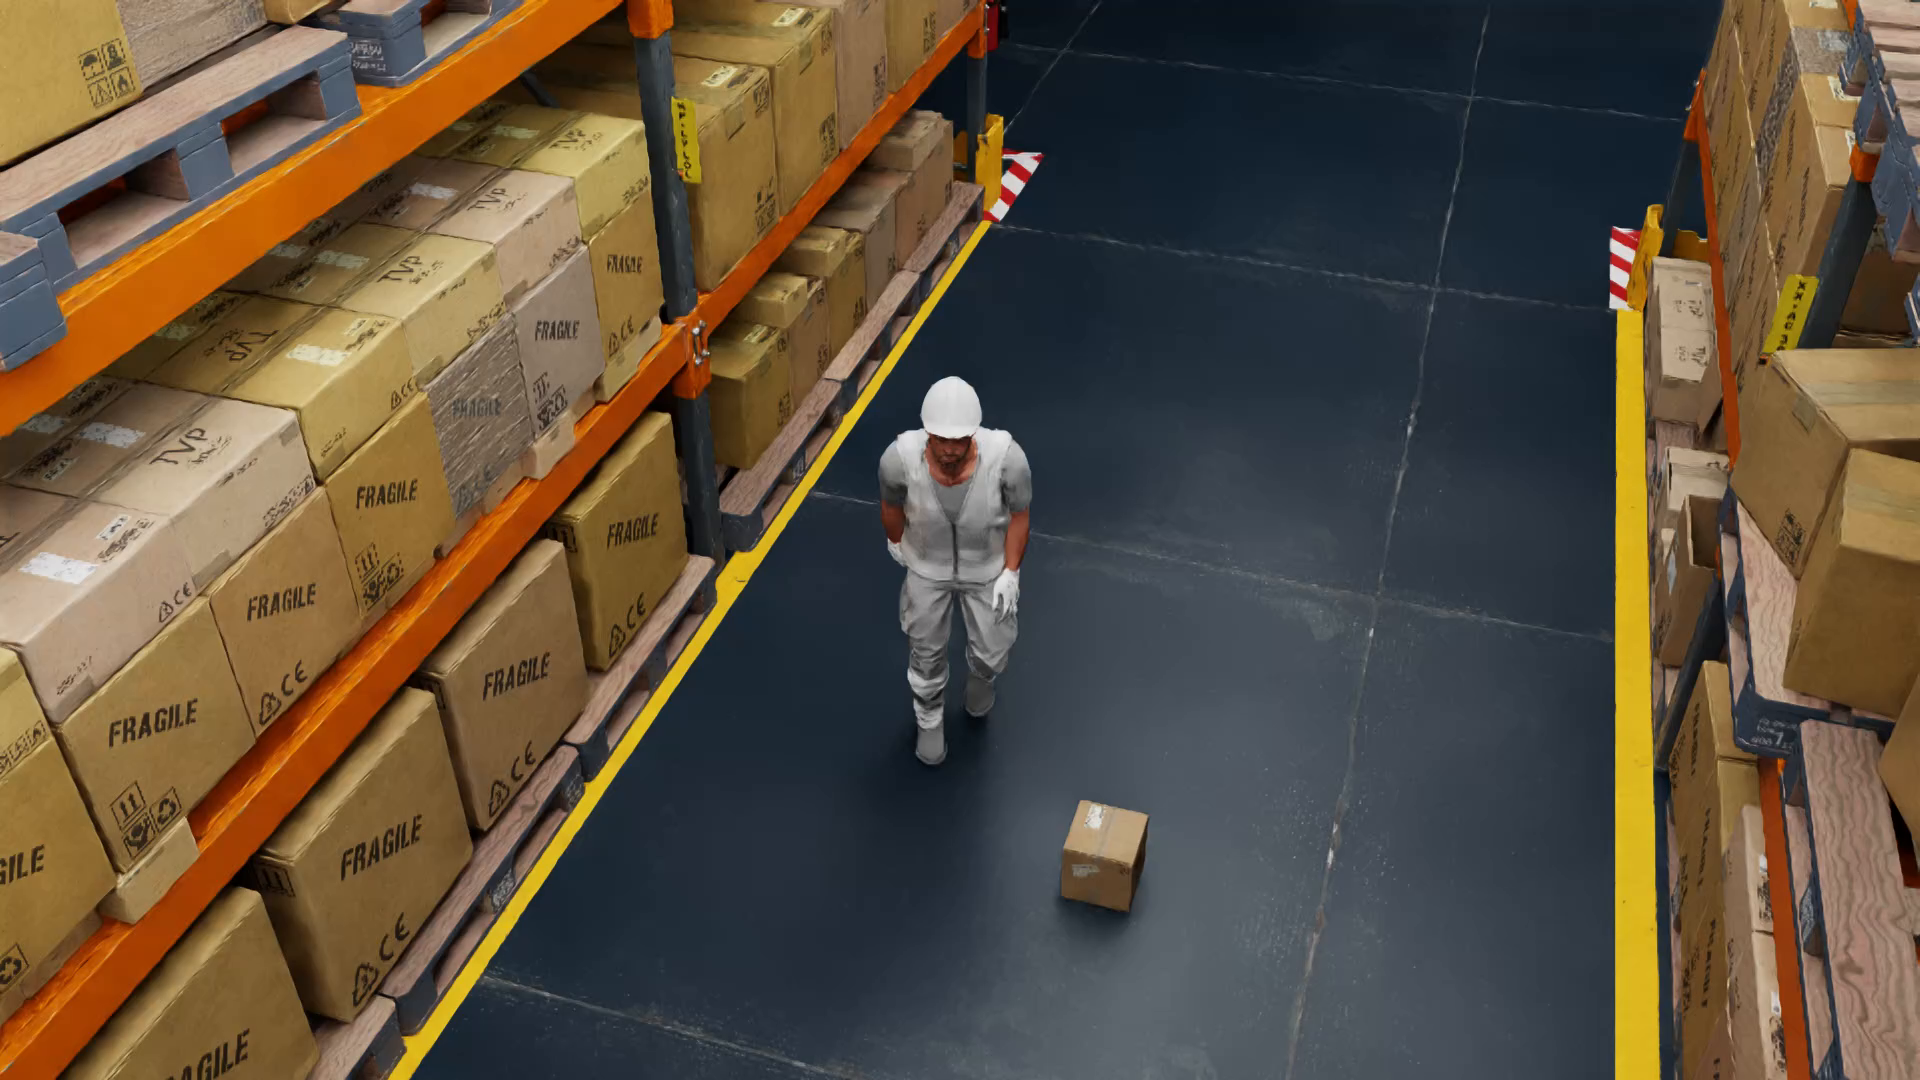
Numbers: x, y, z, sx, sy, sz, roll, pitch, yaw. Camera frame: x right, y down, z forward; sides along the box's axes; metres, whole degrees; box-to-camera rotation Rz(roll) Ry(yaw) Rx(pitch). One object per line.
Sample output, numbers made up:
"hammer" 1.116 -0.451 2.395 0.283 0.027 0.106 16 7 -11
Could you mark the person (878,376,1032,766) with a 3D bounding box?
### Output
"person" -0.017 0.091 6.025 0.536 1.761 0.682 0 37 0
